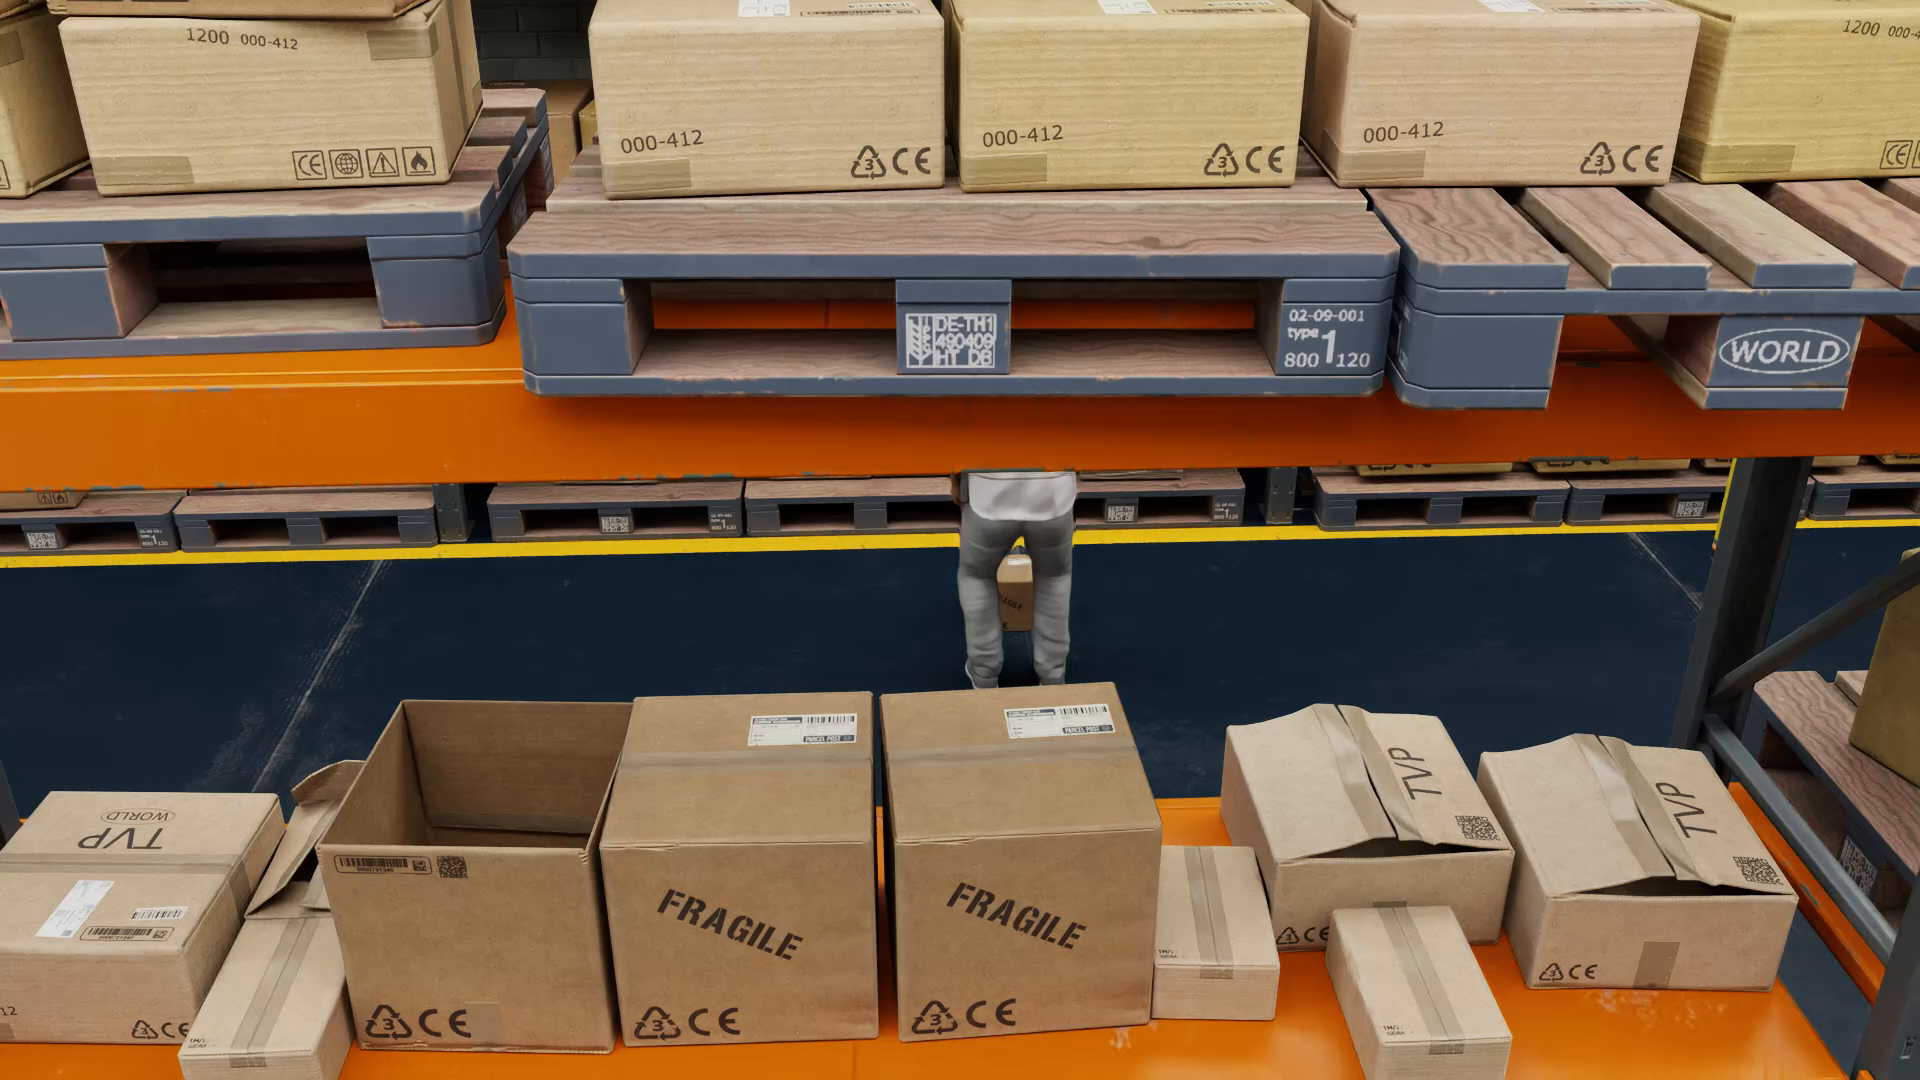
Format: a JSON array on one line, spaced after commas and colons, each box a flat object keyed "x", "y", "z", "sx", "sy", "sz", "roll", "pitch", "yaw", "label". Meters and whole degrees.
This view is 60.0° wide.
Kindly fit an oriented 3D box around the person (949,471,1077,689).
[{"x": 0.204, "y": -0.175, "z": 6.520, "sx": 0.557, "sy": 1.701, "sz": 0.496, "roll": -1, "pitch": 27, "yaw": -1, "label": "person"}]
